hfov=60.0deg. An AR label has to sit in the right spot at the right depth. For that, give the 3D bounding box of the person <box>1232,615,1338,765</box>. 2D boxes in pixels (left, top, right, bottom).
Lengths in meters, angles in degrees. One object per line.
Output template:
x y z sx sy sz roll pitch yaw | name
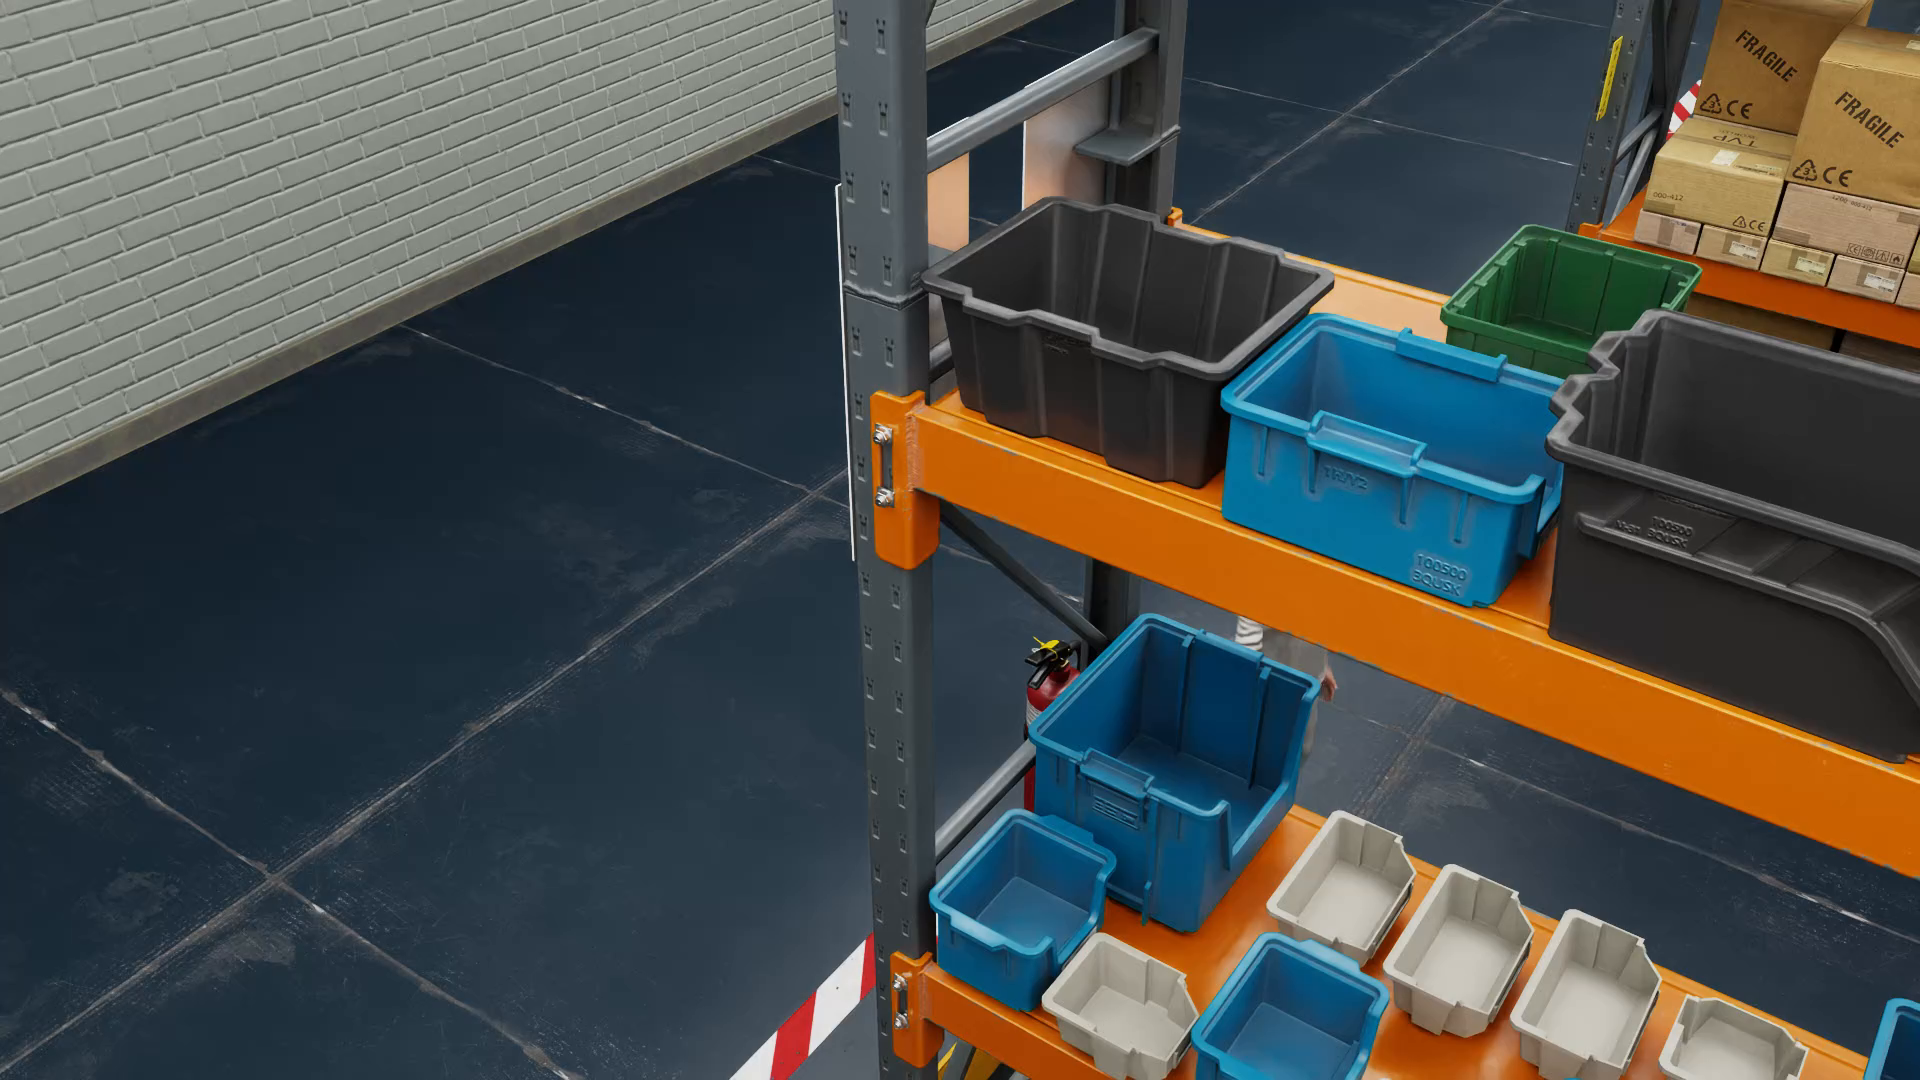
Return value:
1.052 0.459 5.513 0.409 1.595 0.307 -25 42 -31 | person
